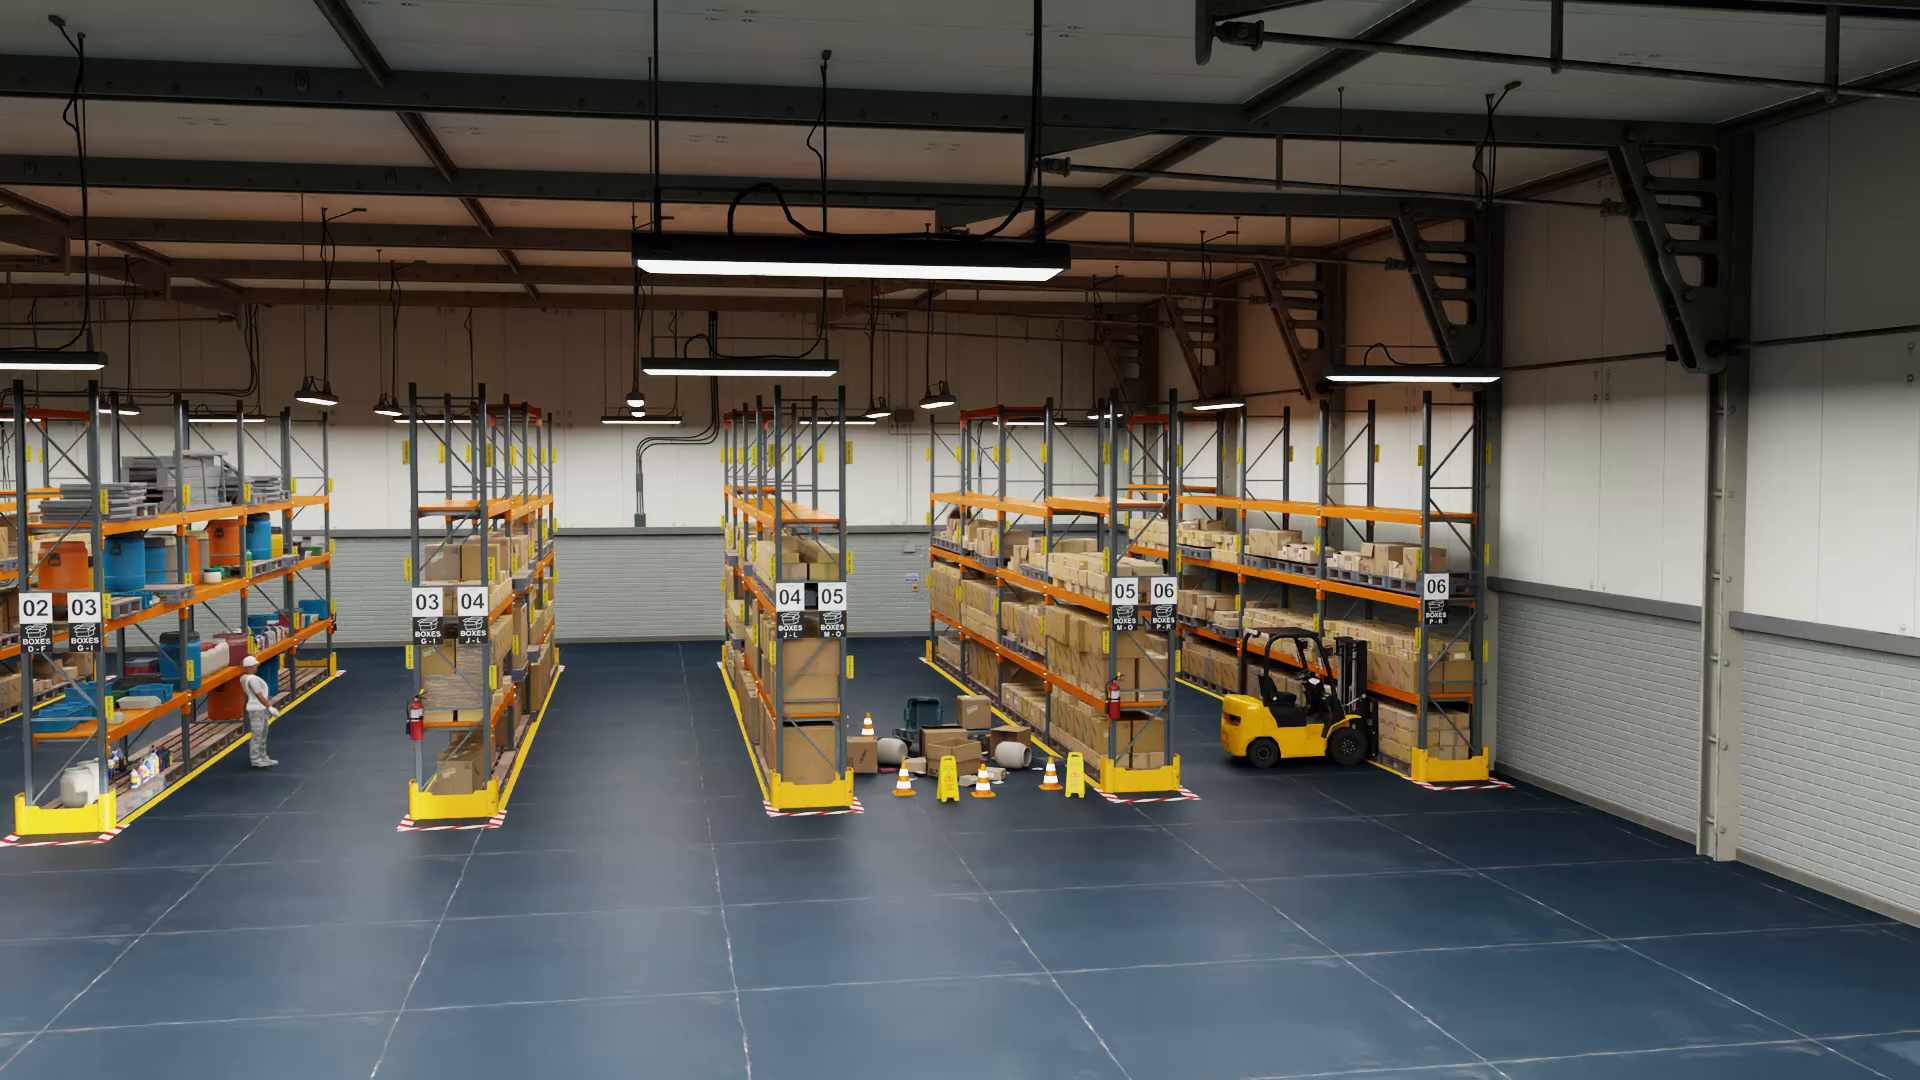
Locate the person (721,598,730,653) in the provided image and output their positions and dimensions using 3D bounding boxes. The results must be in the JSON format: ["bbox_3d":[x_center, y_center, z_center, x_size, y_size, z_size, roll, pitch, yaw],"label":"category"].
[{"bbox_3d":[-5.760,1.999,42.342,0.616,1.728,1.000,1,3,15],"label":"person"}]

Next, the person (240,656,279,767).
[{"bbox_3d":[-11.257,2.754,26.769,0.646,1.785,0.599,0,3,-9],"label":"person"}]

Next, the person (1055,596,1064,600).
[{"bbox_3d":[2.310,1.983,39.949,0.953,1.601,0.540,3,4,44],"label":"person"}]
